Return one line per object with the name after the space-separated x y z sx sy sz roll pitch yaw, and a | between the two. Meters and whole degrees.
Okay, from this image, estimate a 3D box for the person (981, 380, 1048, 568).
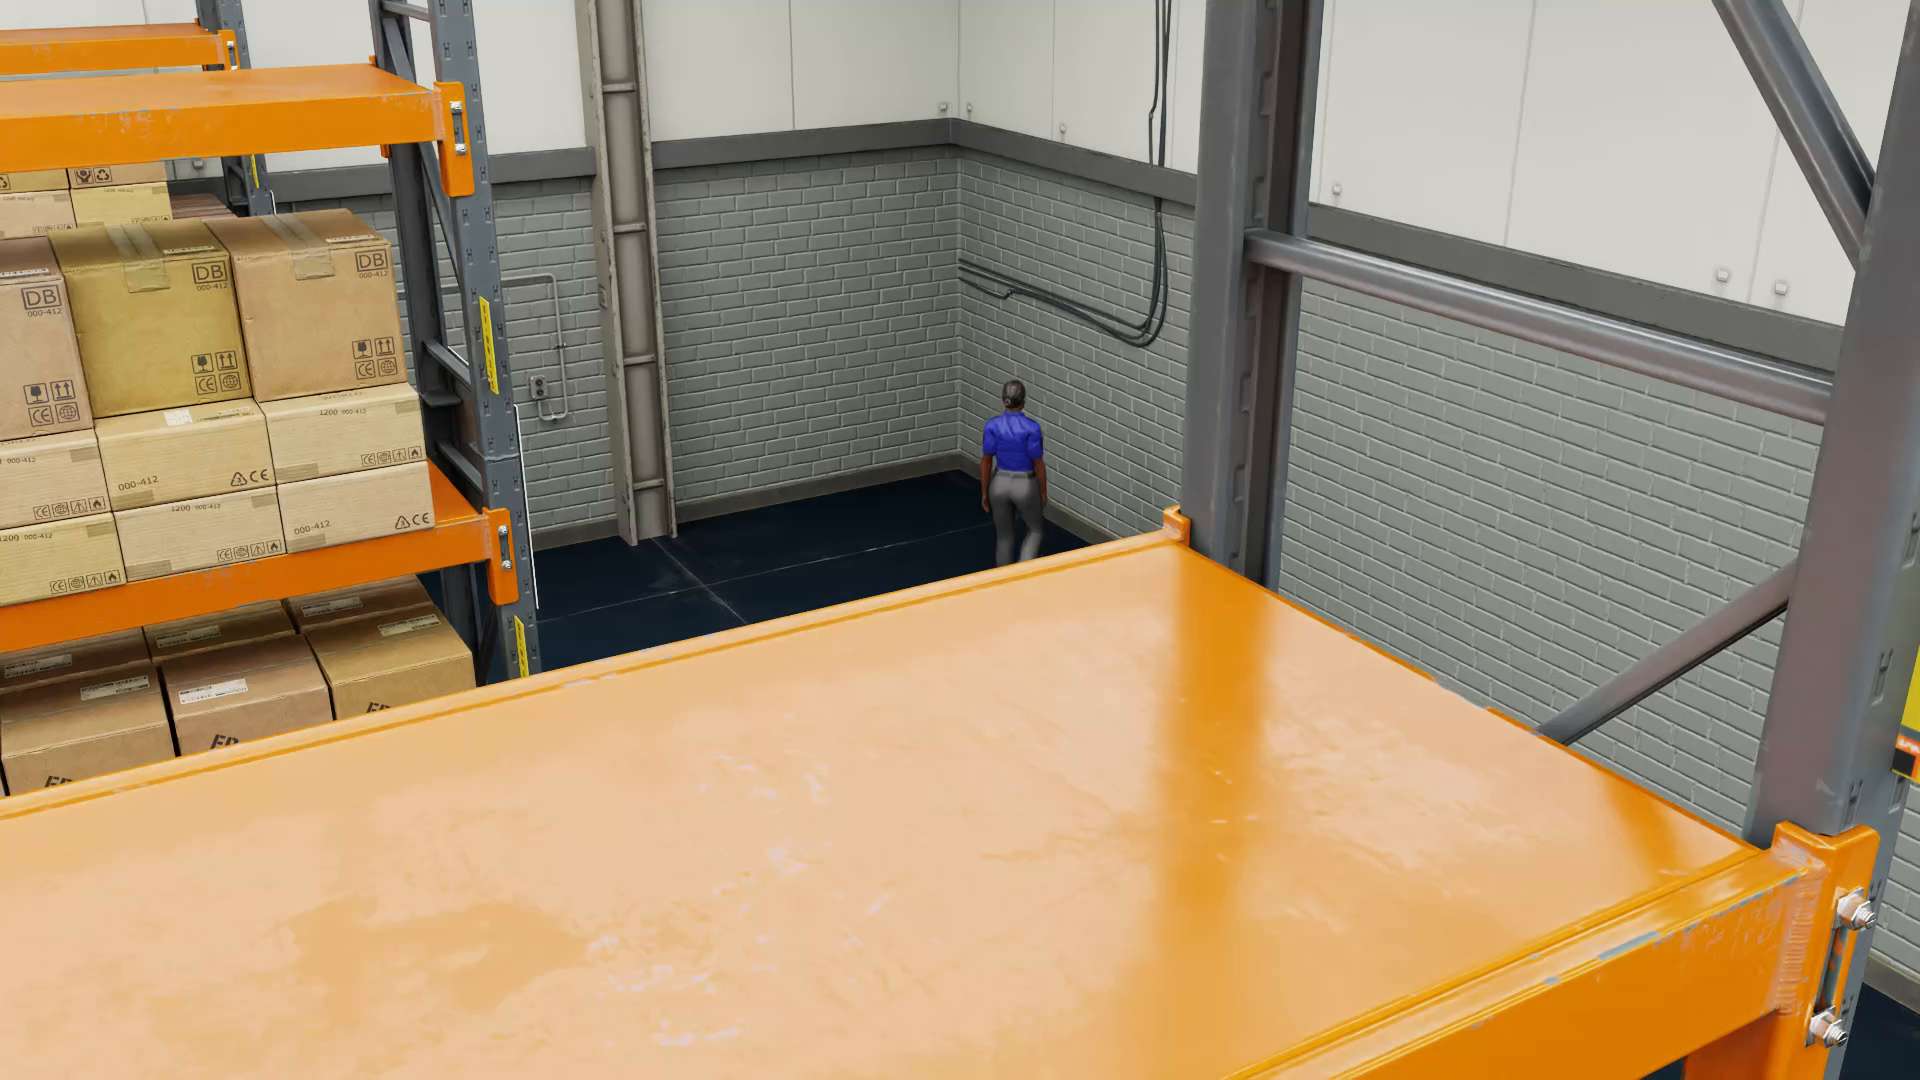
0.384 -0.337 11.904 0.469 1.661 0.474 6 23 16 | person
